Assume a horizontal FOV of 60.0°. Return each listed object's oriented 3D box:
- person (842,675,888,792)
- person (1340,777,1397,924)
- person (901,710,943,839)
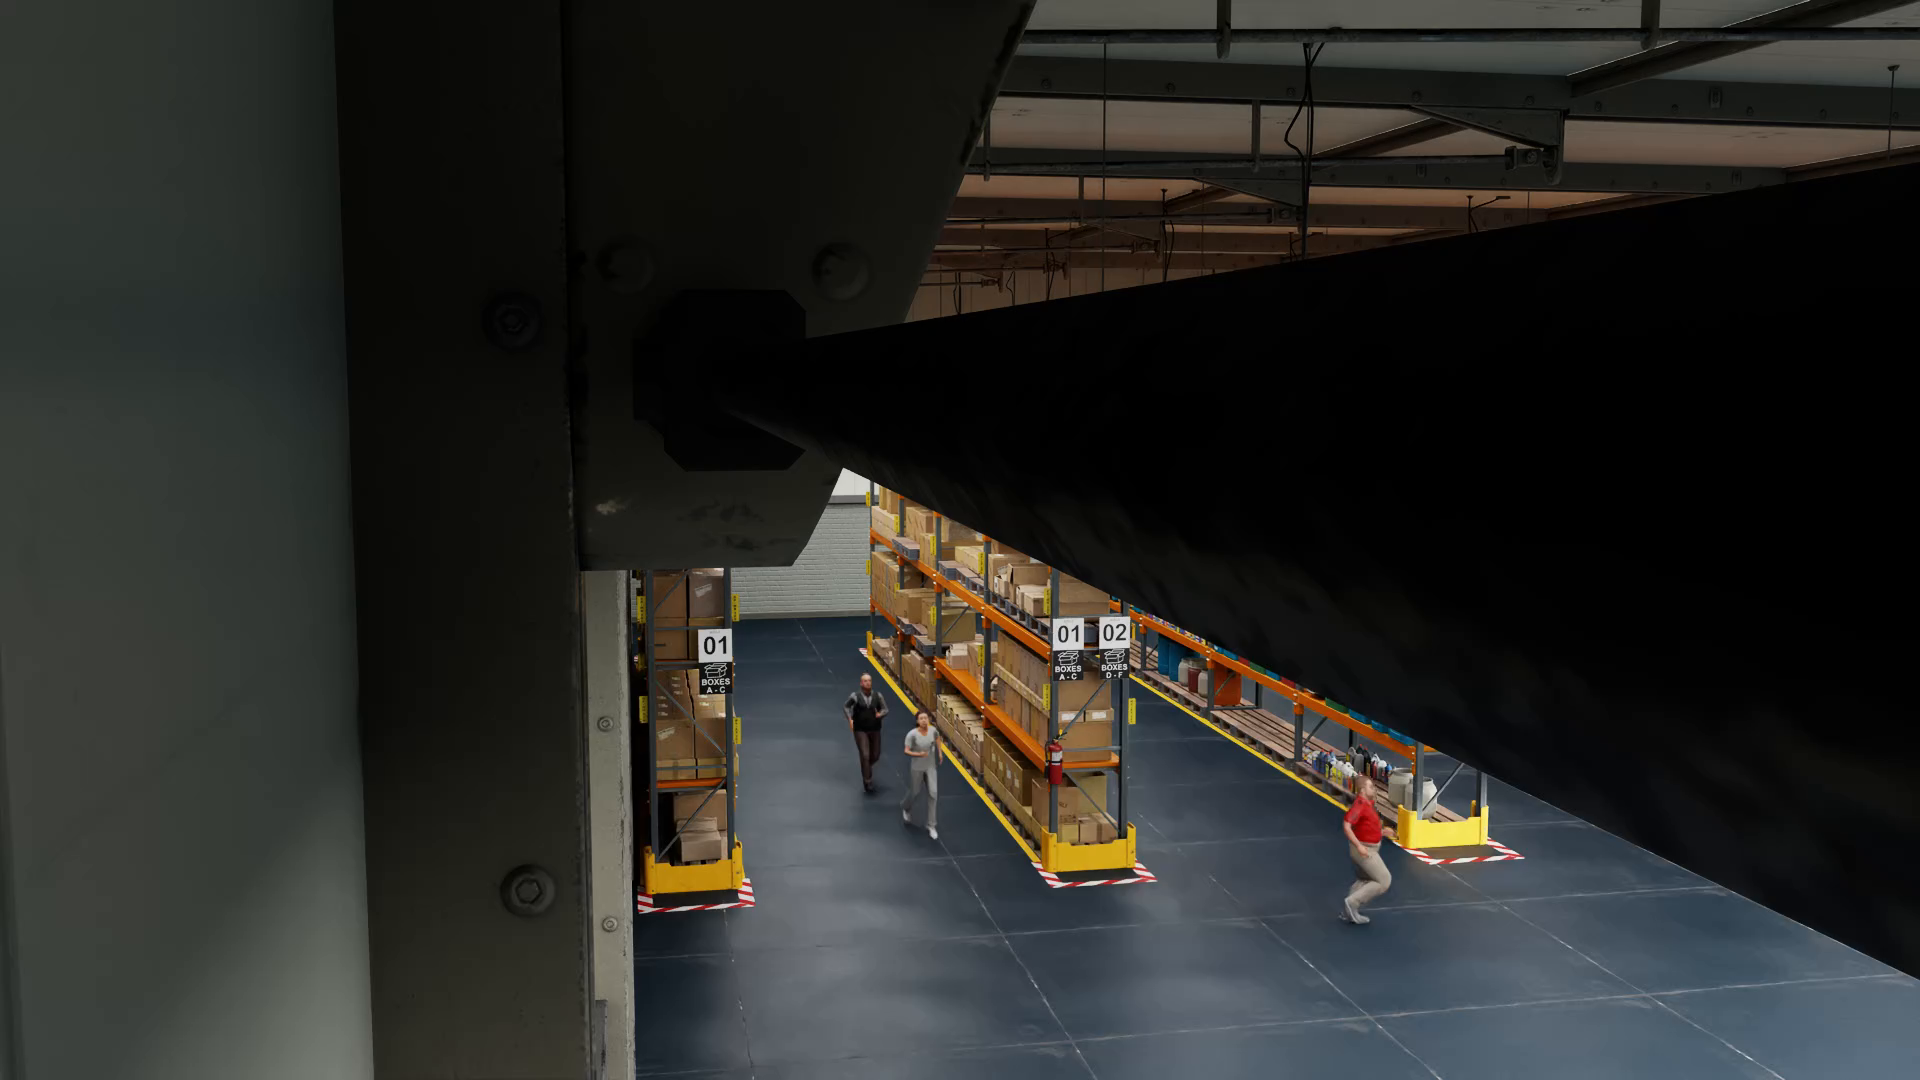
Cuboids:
[{"bbox_3d":[-1.404,2.868,24.999,0.667,1.699,0.915,-2,6,-17],"label":"person"},{"bbox_3d":[4.629,3.523,18.807,0.611,1.685,0.653,1,6,13],"label":"person"},{"bbox_3d":[-0.518,3.132,22.694,0.572,1.695,0.955,-2,6,-17],"label":"person"}]
